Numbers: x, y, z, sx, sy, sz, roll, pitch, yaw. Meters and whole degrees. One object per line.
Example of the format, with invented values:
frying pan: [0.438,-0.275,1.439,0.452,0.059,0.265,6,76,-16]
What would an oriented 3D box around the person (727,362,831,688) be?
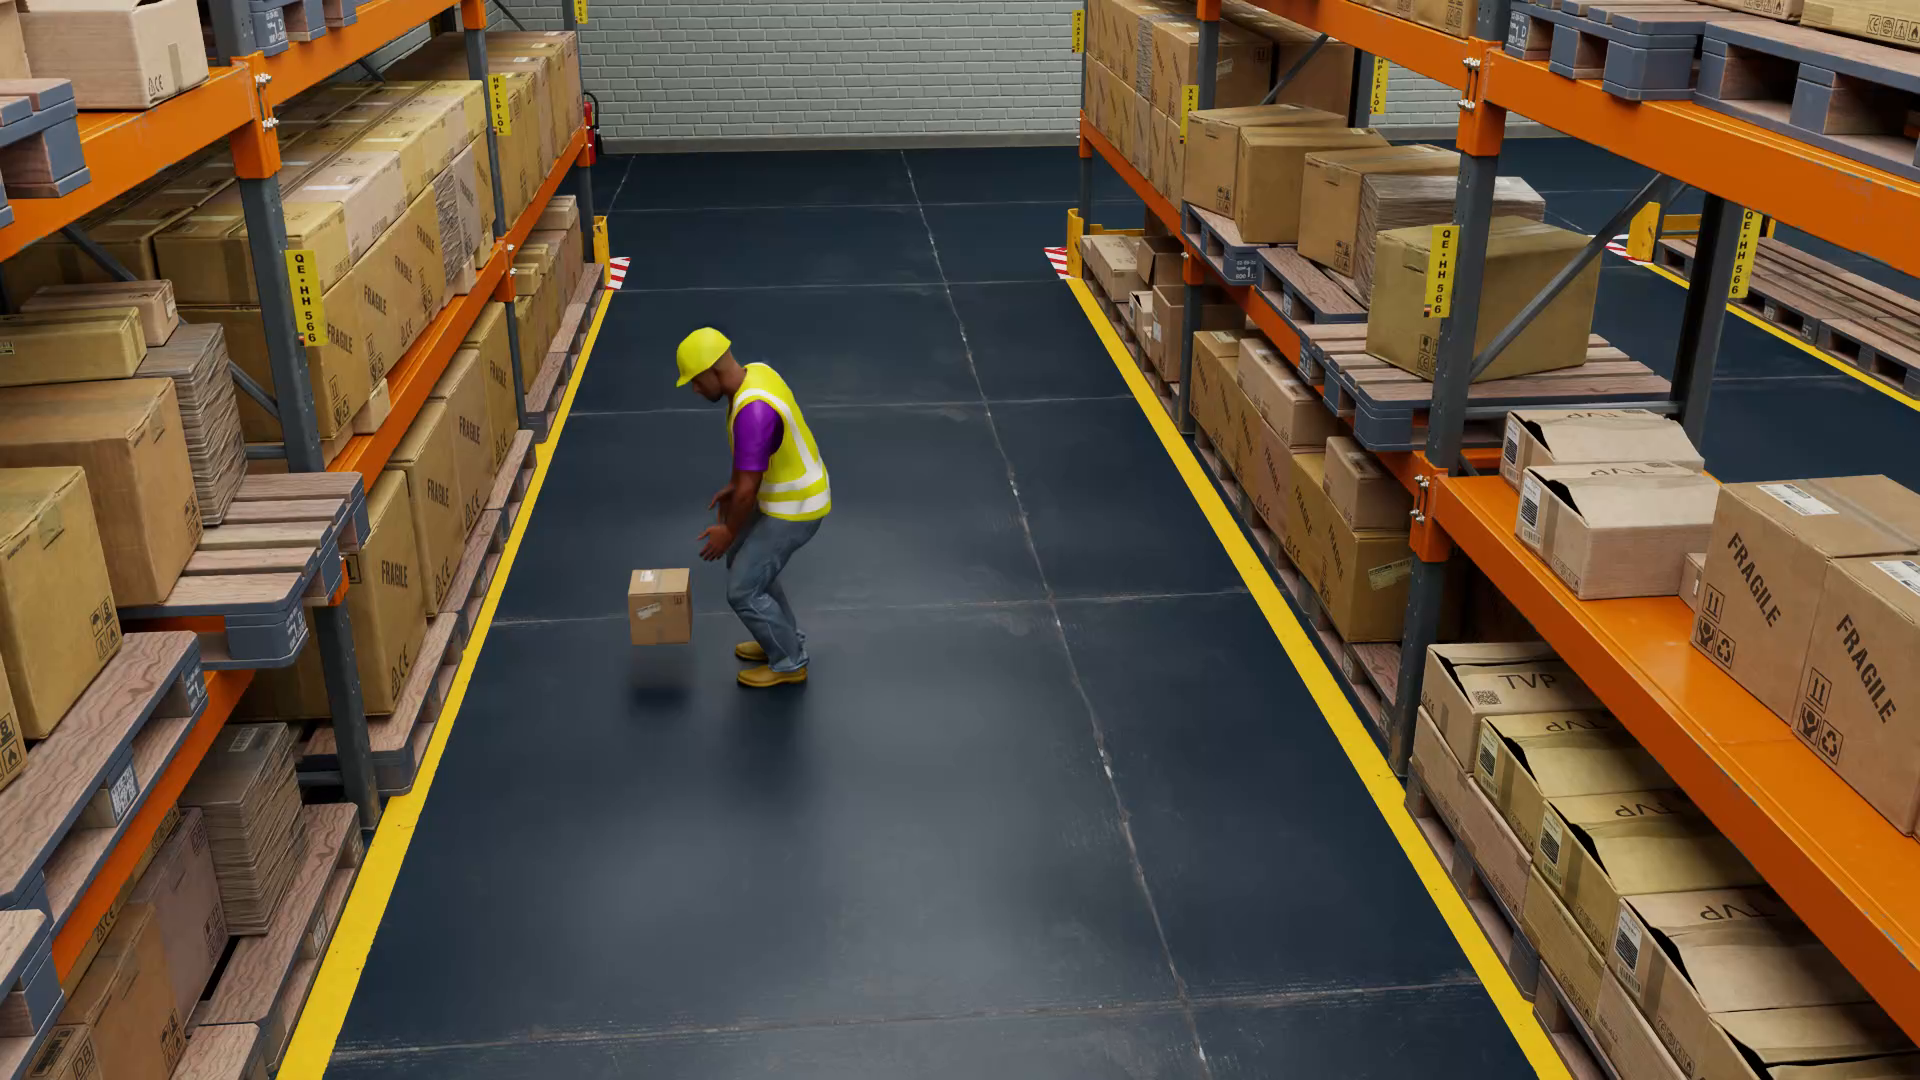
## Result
person: [8.330,0.591,3.432,17.998,3.197,9.355,-2,24,-4]
